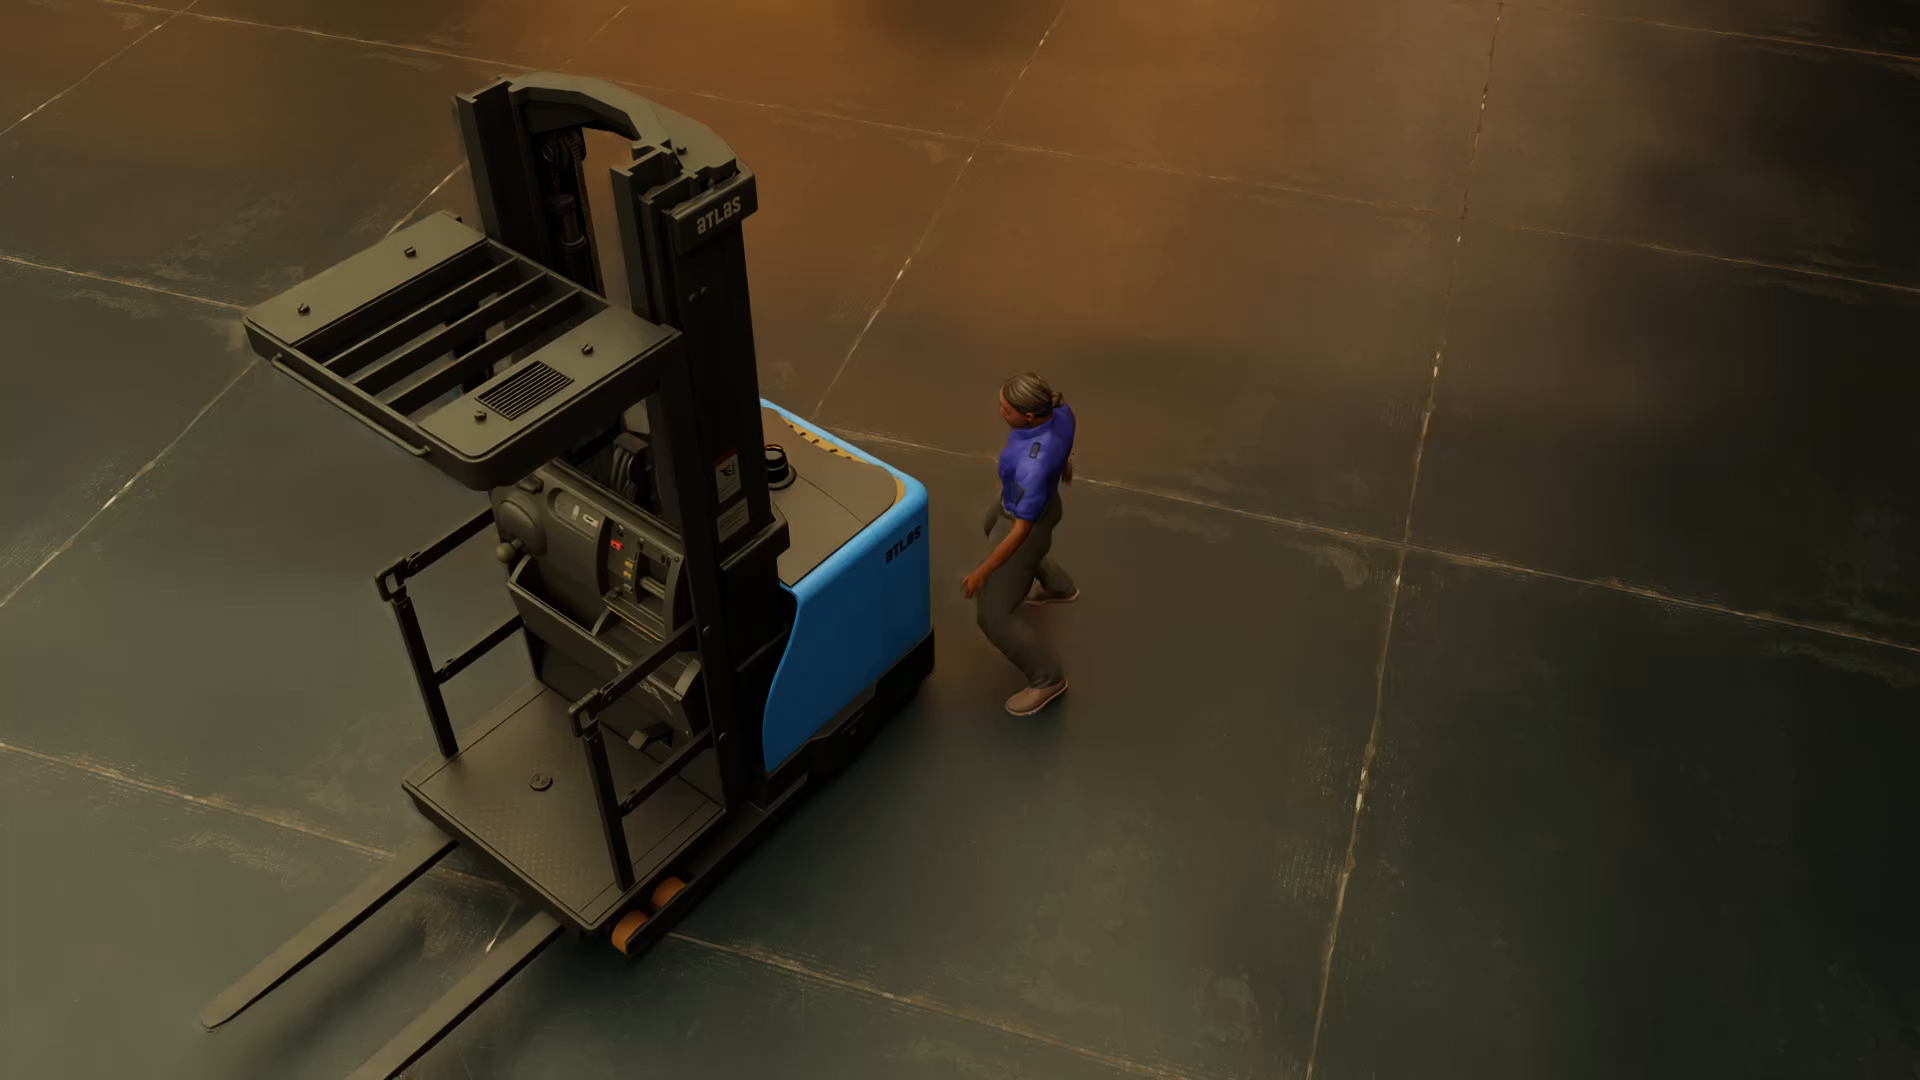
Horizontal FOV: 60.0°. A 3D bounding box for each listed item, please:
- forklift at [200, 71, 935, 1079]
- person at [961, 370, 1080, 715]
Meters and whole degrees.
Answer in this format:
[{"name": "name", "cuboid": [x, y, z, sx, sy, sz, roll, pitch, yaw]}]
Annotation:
[{"name": "forklift", "cuboid": [-1.421, 0.081, 5.602, 1.130, 2.935, 3.031, 29, 50, 27]}, {"name": "person", "cuboid": [0.271, -0.094, 6.815, 0.540, 1.566, 0.835, 14, 45, 14]}]
